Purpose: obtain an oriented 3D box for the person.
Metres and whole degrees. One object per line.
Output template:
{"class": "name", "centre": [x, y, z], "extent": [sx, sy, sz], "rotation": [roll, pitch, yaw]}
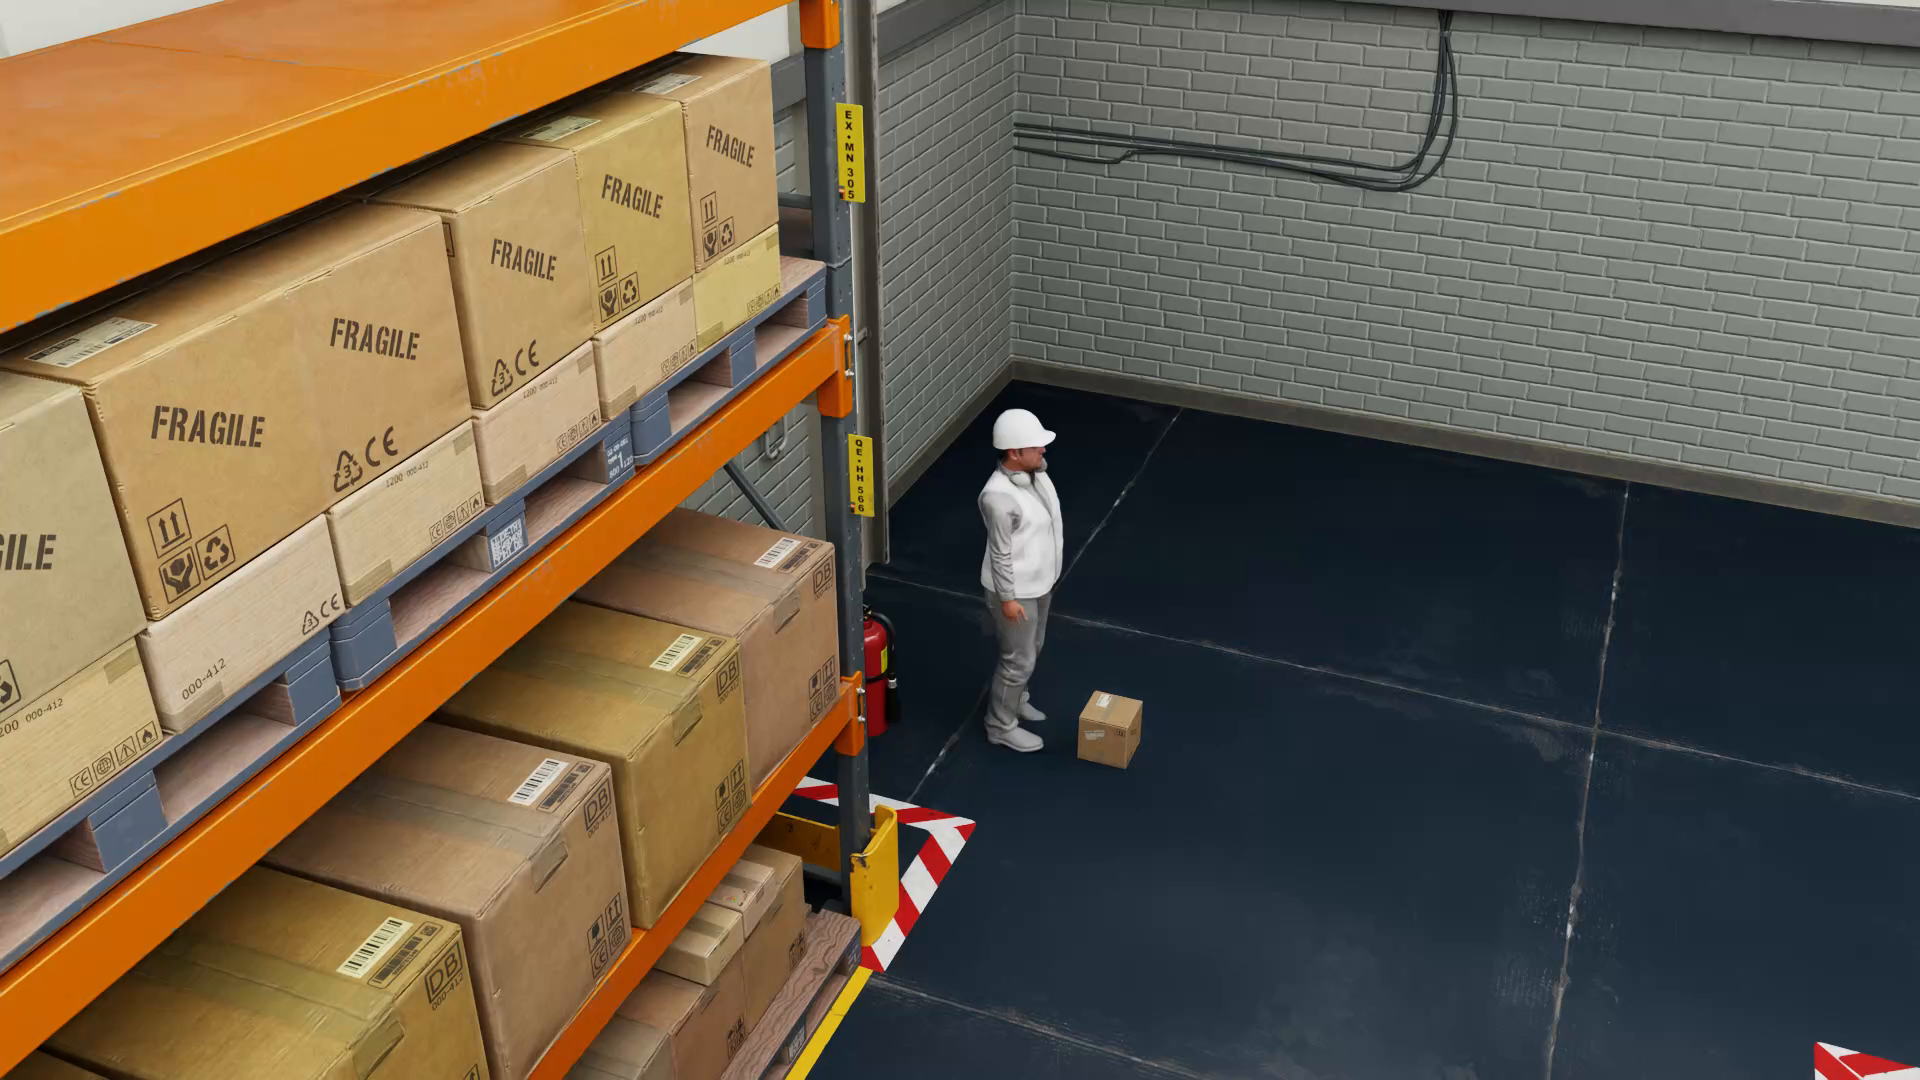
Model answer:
{"class": "person", "centre": [0.303, 0.204, 8.058], "extent": [0.366, 1.811, 0.532], "rotation": [12, 32, 20]}
